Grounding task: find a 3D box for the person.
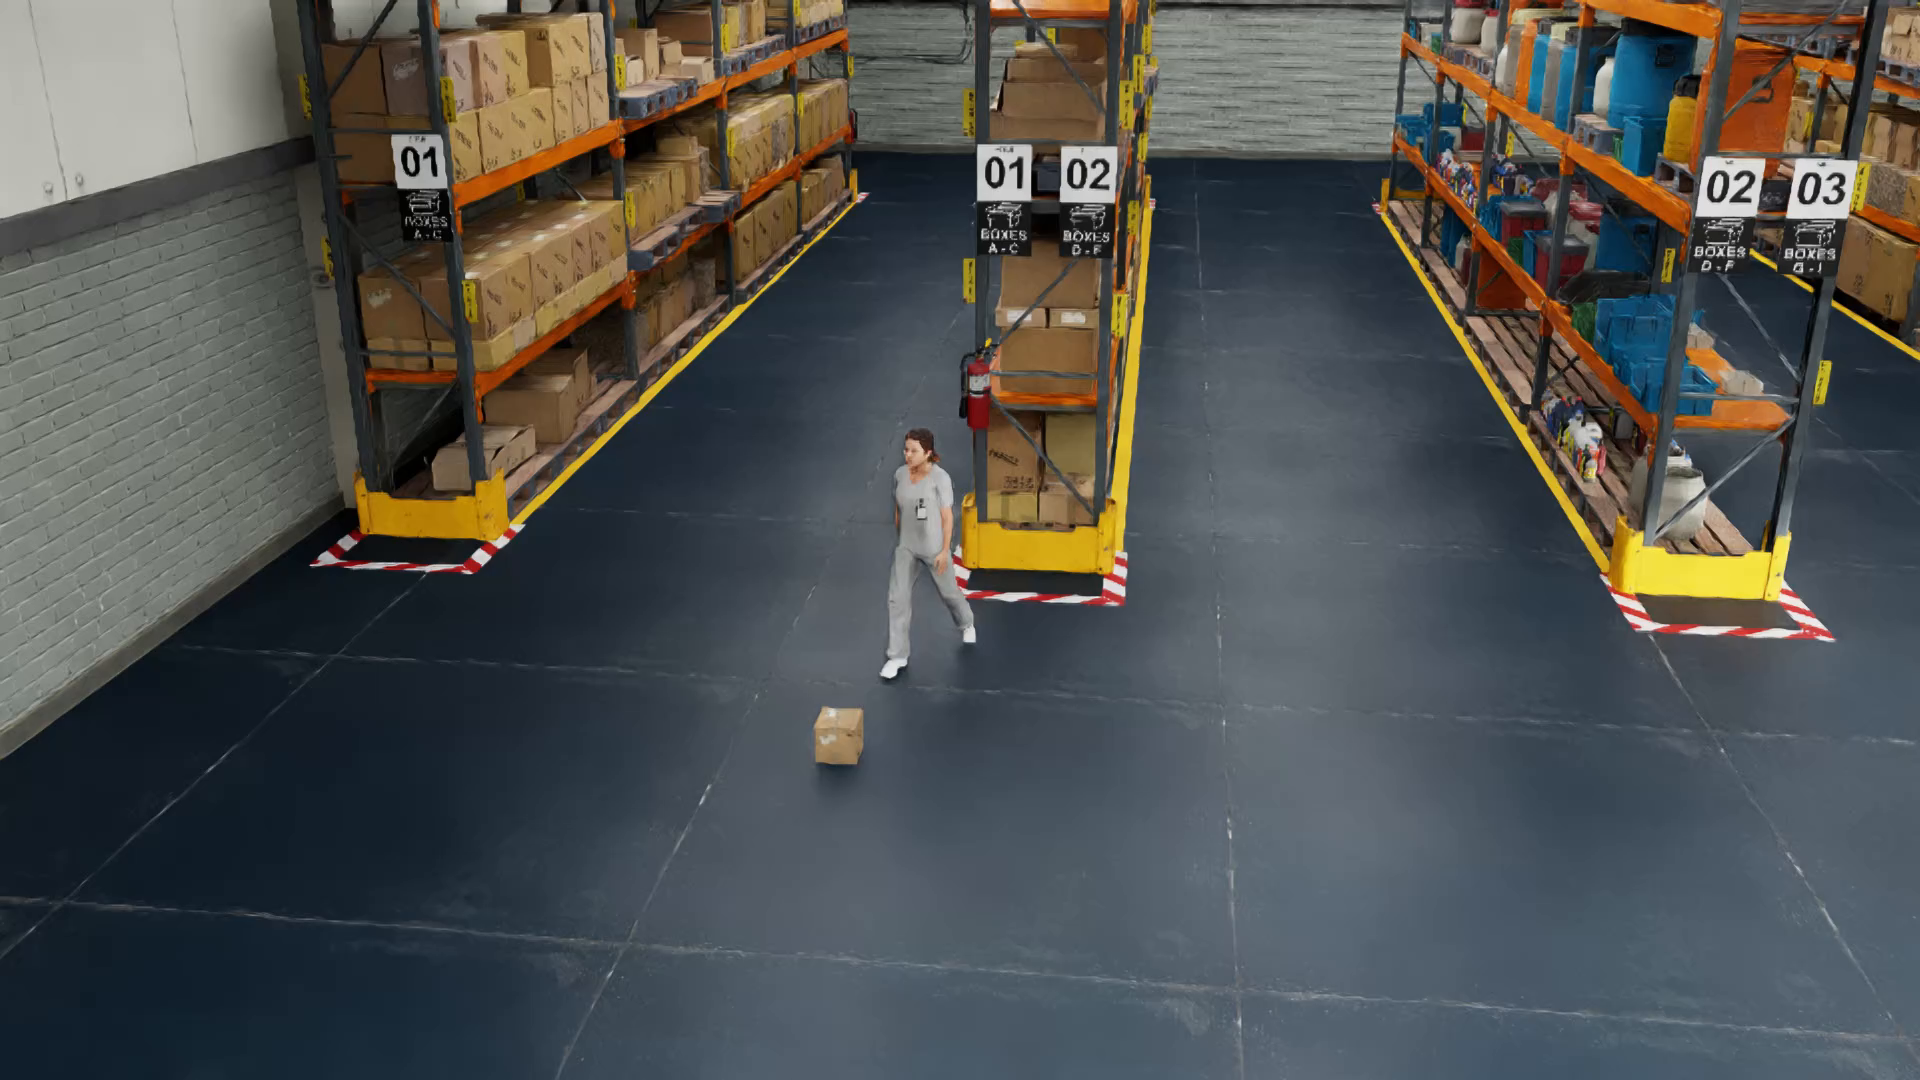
[{"bbox_3d":[-0.202,0.030,11.007,0.488,1.656,0.863,8,23,20],"label":"person"}]
